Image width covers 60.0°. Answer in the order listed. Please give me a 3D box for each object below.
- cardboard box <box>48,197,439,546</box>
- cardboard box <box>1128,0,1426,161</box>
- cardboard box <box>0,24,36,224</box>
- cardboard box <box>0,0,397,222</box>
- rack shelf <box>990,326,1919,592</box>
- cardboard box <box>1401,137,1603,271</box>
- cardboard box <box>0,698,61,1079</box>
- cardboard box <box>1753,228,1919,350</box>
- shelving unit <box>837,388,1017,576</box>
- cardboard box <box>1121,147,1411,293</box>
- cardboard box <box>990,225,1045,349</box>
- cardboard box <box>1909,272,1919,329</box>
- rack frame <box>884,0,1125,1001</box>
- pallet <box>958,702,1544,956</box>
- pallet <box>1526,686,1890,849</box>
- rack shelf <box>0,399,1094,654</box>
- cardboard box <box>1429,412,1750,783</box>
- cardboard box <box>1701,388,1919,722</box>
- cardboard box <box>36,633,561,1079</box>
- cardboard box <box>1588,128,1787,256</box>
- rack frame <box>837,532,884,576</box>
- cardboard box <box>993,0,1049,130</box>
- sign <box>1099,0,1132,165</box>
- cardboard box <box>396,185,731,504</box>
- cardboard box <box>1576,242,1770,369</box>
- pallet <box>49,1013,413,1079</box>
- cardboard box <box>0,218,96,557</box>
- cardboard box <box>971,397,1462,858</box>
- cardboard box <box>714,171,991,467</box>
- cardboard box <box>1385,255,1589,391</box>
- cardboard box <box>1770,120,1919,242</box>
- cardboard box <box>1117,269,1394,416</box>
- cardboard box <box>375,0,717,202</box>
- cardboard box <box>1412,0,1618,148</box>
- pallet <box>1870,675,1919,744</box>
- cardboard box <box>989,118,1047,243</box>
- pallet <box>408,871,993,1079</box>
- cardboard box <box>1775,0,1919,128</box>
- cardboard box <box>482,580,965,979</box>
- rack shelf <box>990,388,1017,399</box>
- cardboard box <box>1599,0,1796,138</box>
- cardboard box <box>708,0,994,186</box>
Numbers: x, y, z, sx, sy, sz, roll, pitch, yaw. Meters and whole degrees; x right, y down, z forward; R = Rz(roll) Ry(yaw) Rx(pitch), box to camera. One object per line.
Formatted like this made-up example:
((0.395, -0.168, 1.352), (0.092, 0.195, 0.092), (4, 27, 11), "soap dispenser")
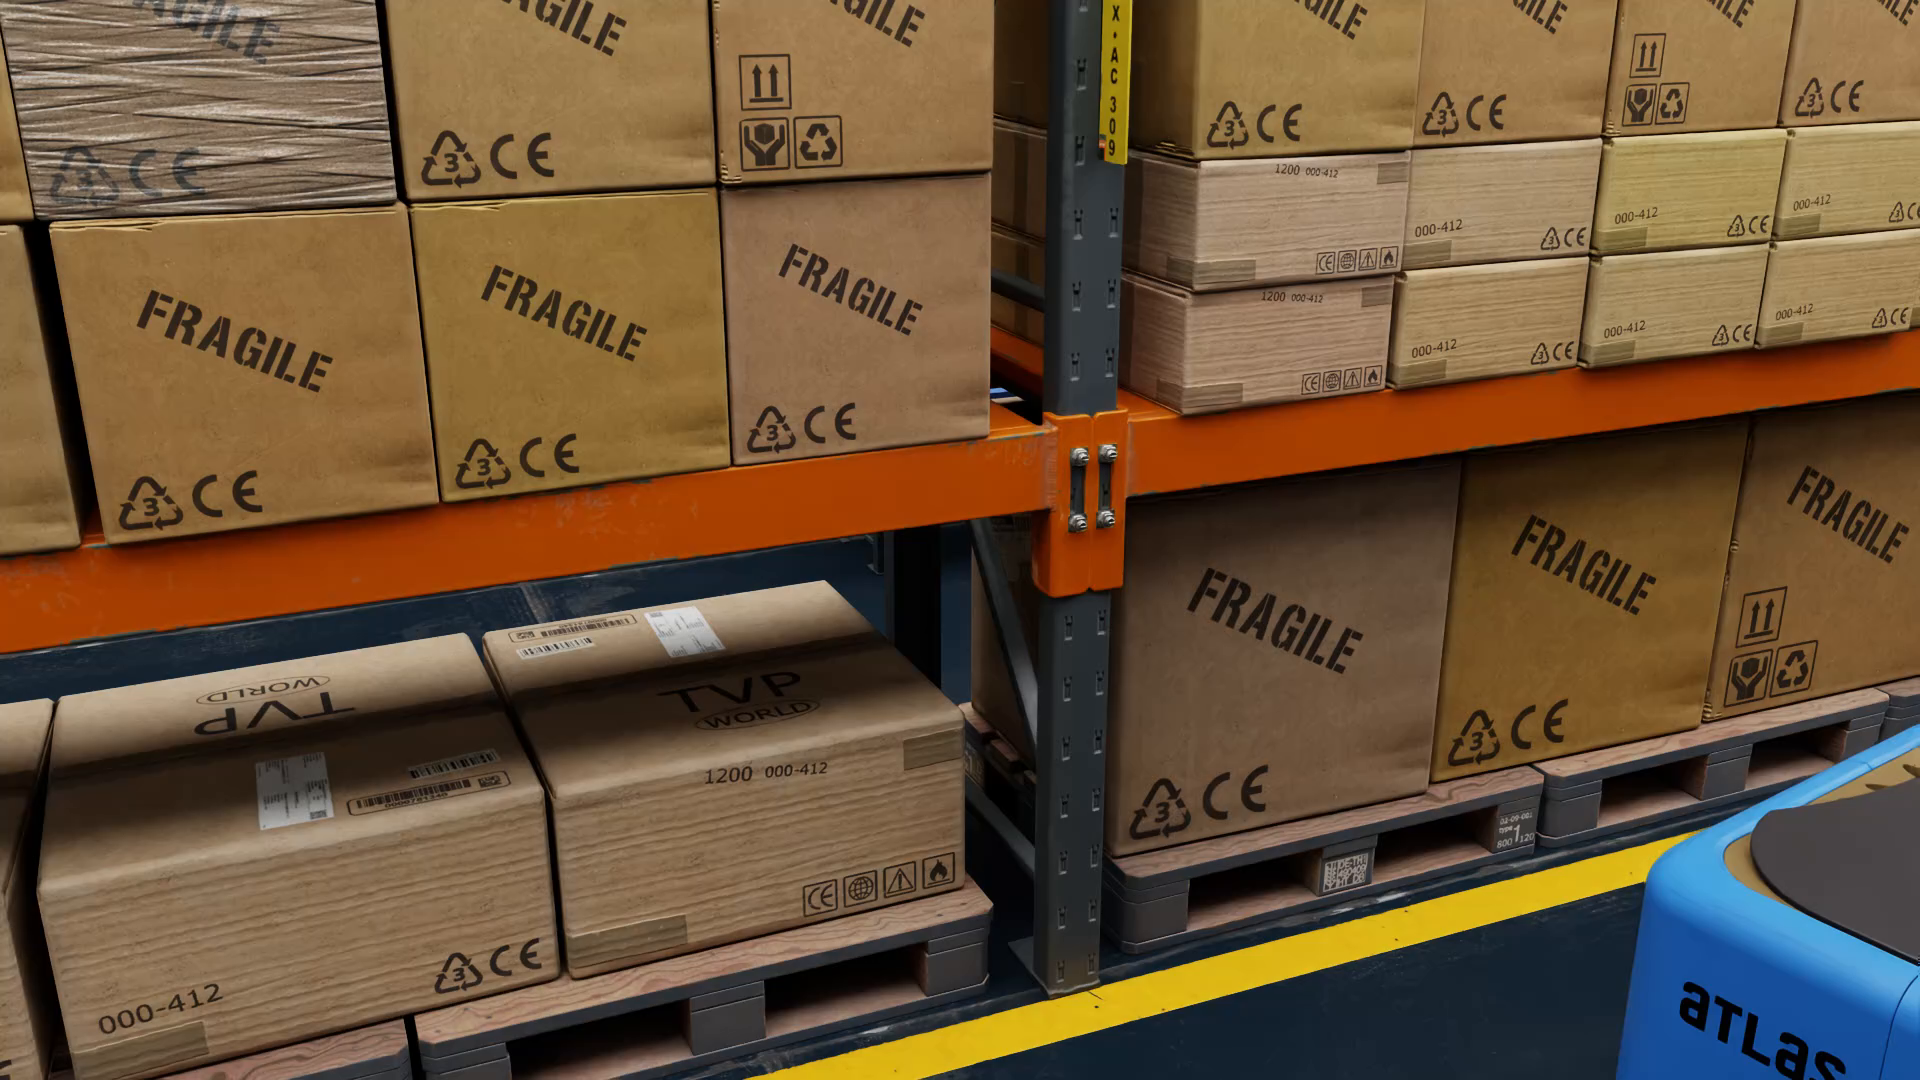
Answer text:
((-1.194, -0.332, 2.799), (0.500, 0.500, 0.500), (-8, 21, -23), "cardboard box")
((0.574, -1.053, 3.341), (0.500, 0.500, 0.500), (-8, 21, -21), "cardboard box")
((-1.664, -0.739, 2.449), (0.500, 0.500, 0.500), (-8, 21, -22), "cardboard box")
((-1.200, -0.803, 2.629), (0.500, 0.500, 0.500), (-8, 21, -21), "cardboard box")
((1.893, -0.488, 4.475), (4.000, 0.370, 1.077), (-8, 21, -22), "rack shelf")
((1.040, -0.778, 3.689), (0.500, 0.250, 0.500), (-8, 21, -21), "cardboard box")
((-2.213, 0.732, 3.152), (0.875, 0.438, 0.875), (-8, 21, -20), "cardboard box")
((1.979, -0.665, 4.120), (0.500, 0.250, 0.500), (-9, 21, -23), "cardboard box")
((0.078, -0.719, 6.305), (1.048, 1.500, 0.538), (-8, 21, -22), "shelving unit")
((0.572, -0.701, 3.470), (0.500, 0.250, 0.500), (-9, 21, -23), "cardboard box")
((0.368, -0.629, 4.019), (0.500, 0.250, 0.500), (-9, 21, -23), "cardboard box")
((2.436, -0.741, 4.335), (0.500, 0.250, 0.500), (-8, 21, -22), "cardboard box")
((0.056, -0.564, 3.608), (0.127, 3.000, 1.000), (-8, 21, -22), "rack frame")
((0.735, 0.627, 4.425), (1.213, 0.211, 1.003), (-8, 21, -22), "pallet")
((1.857, 0.465, 4.884), (1.213, 0.211, 1.003), (-8, 21, -22), "pallet")
((-1.780, 0.038, 2.980), (4.000, 0.370, 1.077), (-8, 21, -22), "rack shelf")
((1.420, 0.013, 4.536), (0.875, 0.875, 0.875), (-8, 21, -20), "cardboard box")
((2.241, -0.105, 4.870), (0.875, 0.875, 0.875), (-8, 21, -21), "cardboard box")
((-1.384, 0.614, 3.487), (0.875, 0.438, 0.875), (-9, 21, -24), "cardboard box")
((1.514, -0.837, 3.855), (0.500, 0.250, 0.500), (-8, 21, -21), "cardboard box")
((-0.388, -0.652, 6.115), (0.032, 1.500, 0.500), (-8, 21, -22), "rack frame")
((0.367, -1.218, 3.810), (0.500, 0.500, 0.500), (-7, 21, -20), "cardboard box")
((0.278, -0.841, 2.971), (0.005, 0.325, 0.100), (-8, 21, -22), "sign")
((-0.738, -0.403, 3.000), (0.500, 0.500, 0.500), (-9, 21, -23), "cardboard box")
((1.516, -0.602, 3.941), (0.500, 0.250, 0.500), (-8, 21, -22), "cardboard box")
((-1.795, 0.989, 3.395), (1.213, 0.211, 1.003), (-8, 21, -22), "pallet")
((-1.681, -0.268, 2.617), (0.500, 0.500, 0.500), (-7, 21, -20), "cardboard box")
((0.594, 0.134, 4.192), (0.875, 0.875, 0.875), (-7, 21, -20), "cardboard box")
((-0.268, -0.472, 3.197), (0.500, 0.500, 0.500), (-8, 21, -21), "cardboard box")
((1.040, -0.539, 3.763), (0.500, 0.250, 0.500), (-9, 21, -23), "cardboard box")
((1.977, -0.904, 4.045), (0.500, 0.250, 0.500), (-9, 21, -24), "cardboard box")
((0.565, -0.471, 3.569), (0.500, 0.250, 0.500), (-9, 21, -23), "cardboard box")
((-0.737, -0.872, 2.827), (0.500, 0.500, 0.500), (-8, 21, -23), "cardboard box")
((1.030, -1.129, 3.555), (0.500, 0.500, 0.500), (-8, 21, -22), "cardboard box")
((2.975, 0.306, 5.336), (1.213, 0.211, 1.003), (-8, 21, -22), "pallet")
((0.365, -0.861, 3.925), (0.500, 0.250, 0.500), (-8, 21, -22), "cardboard box")
((-0.673, 0.827, 3.855), (1.213, 0.211, 1.003), (-8, 21, -22), "pallet")
((1.964, -1.264, 3.939), (0.500, 0.500, 0.500), (-9, 21, -23), "cardboard box")
((-0.563, 0.496, 3.822), (0.875, 0.438, 0.875), (-8, 21, -23), "cardboard box")
((0.078, -0.549, 6.365), (1.000, 0.185, 0.538), (-8, 21, -22), "rack shelf")
((1.492, -1.194, 3.740), (0.500, 0.500, 0.500), (-9, 21, -23), "cardboard box")
((-0.267, -0.937, 3.010), (0.500, 0.500, 0.500), (-8, 21, -22), "cardboard box")
